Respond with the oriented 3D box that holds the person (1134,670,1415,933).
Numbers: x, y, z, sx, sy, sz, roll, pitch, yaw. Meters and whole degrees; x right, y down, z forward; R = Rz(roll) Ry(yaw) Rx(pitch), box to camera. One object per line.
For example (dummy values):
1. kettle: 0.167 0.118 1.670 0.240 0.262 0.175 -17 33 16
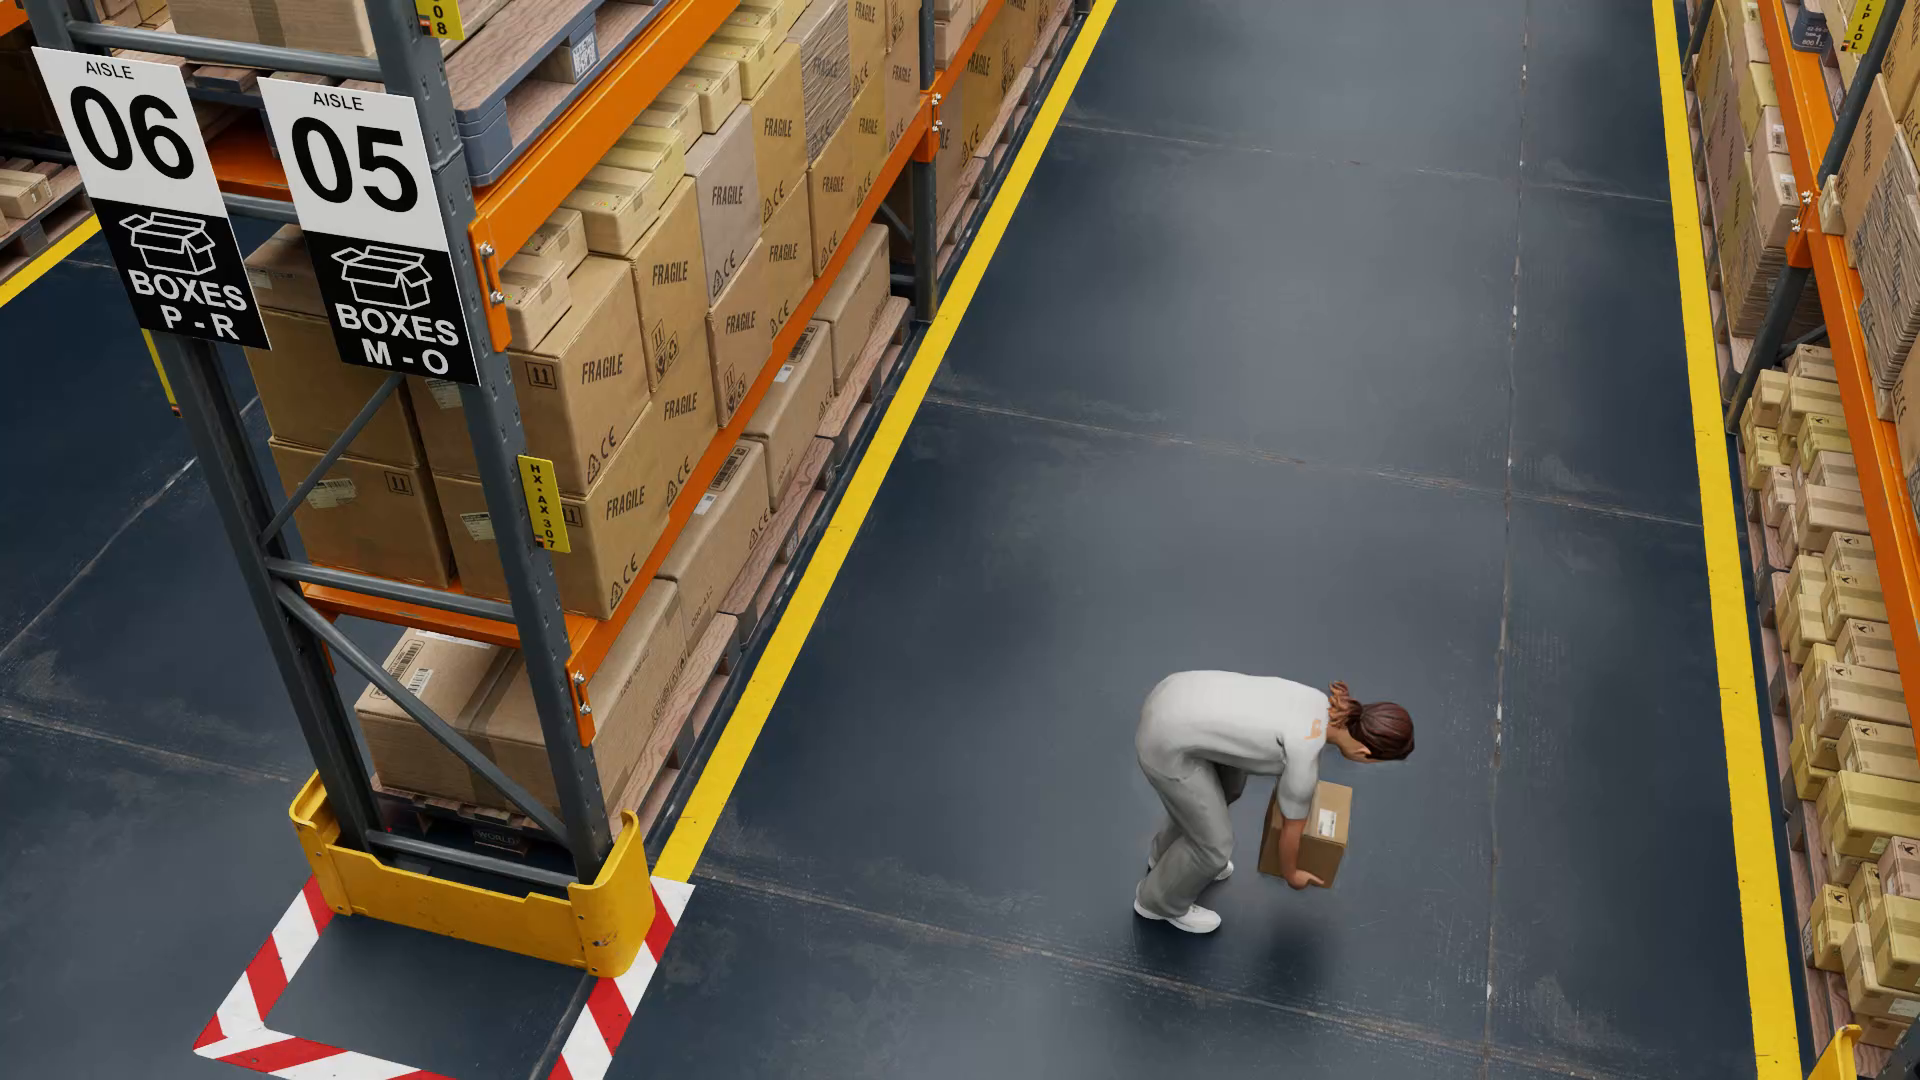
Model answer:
1. person: 1.008 0.887 5.582 0.870 1.102 0.425 9 42 10
